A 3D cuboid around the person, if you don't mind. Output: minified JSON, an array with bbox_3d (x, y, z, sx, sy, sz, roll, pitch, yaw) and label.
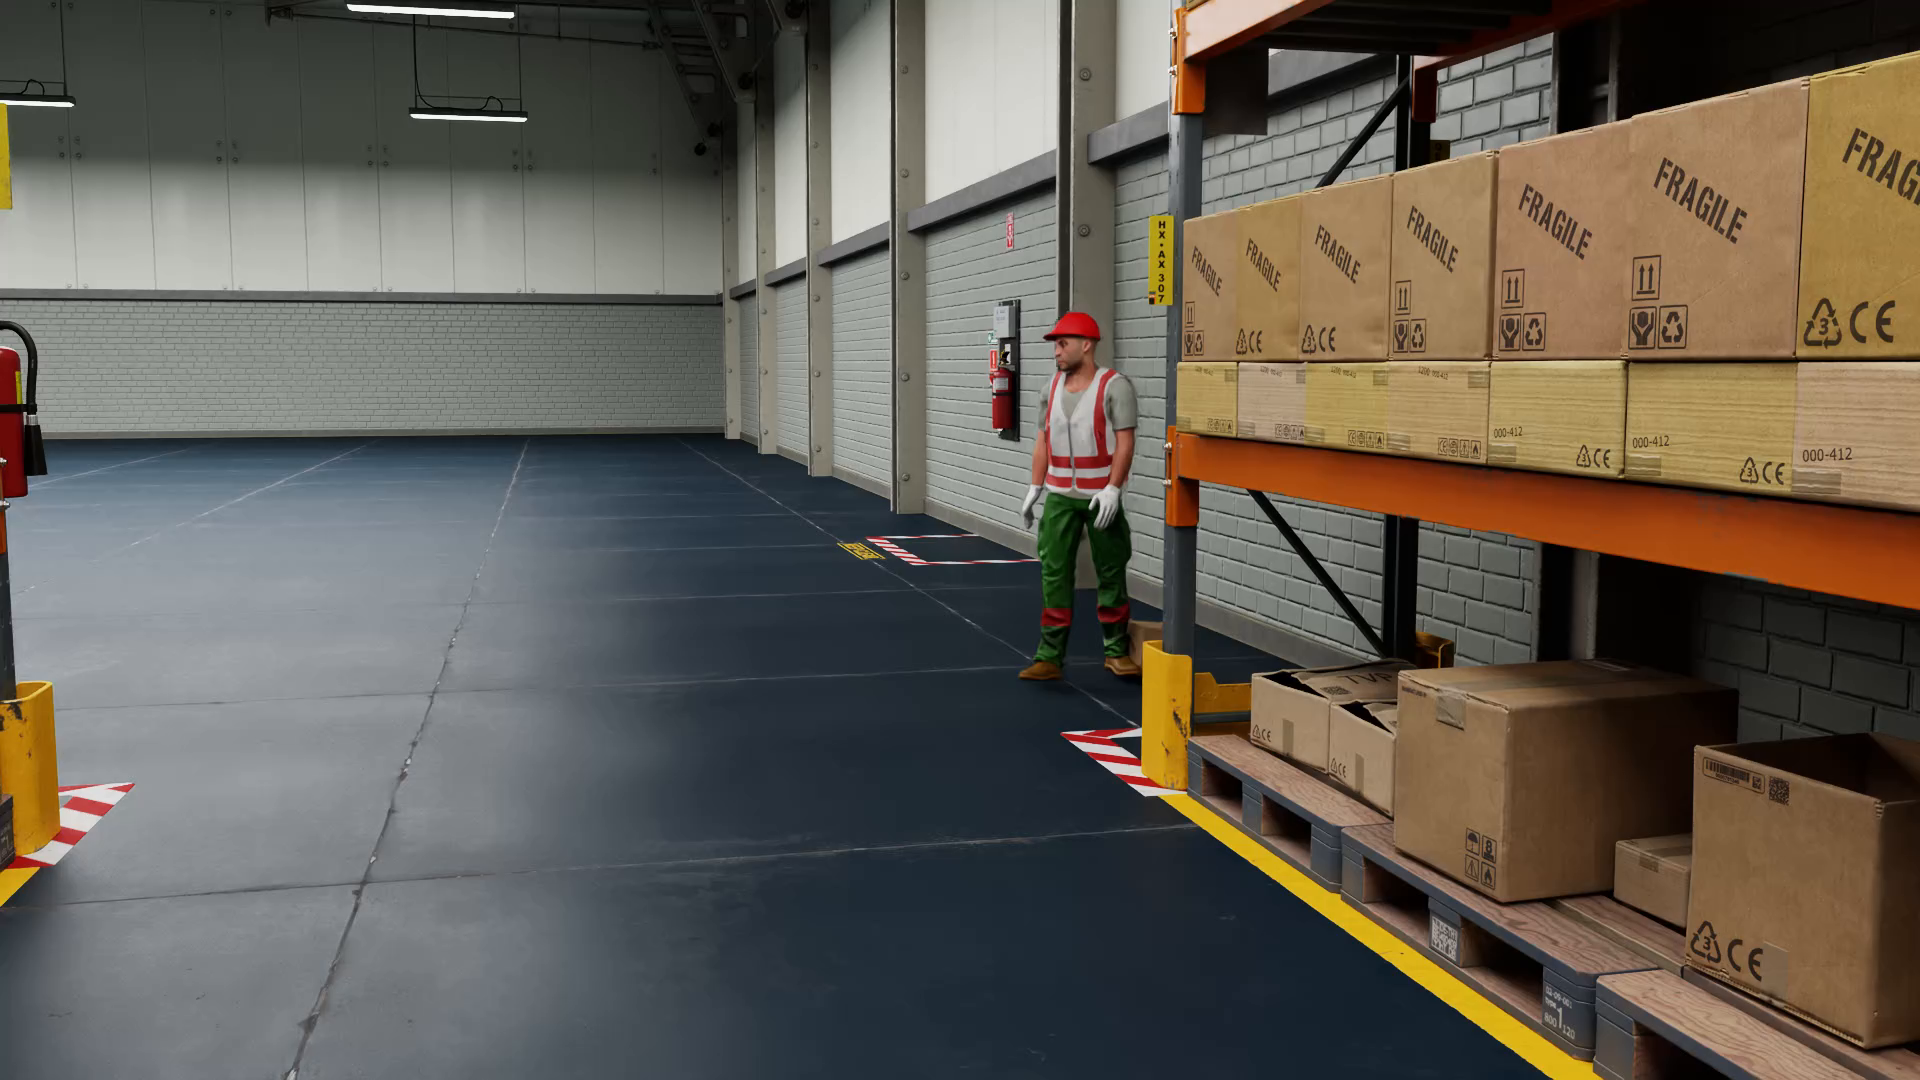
[{"bbox_3d":[0.562,-0.201,8.023,0.614,1.783,0.655,3,7,27],"label":"person"}]
